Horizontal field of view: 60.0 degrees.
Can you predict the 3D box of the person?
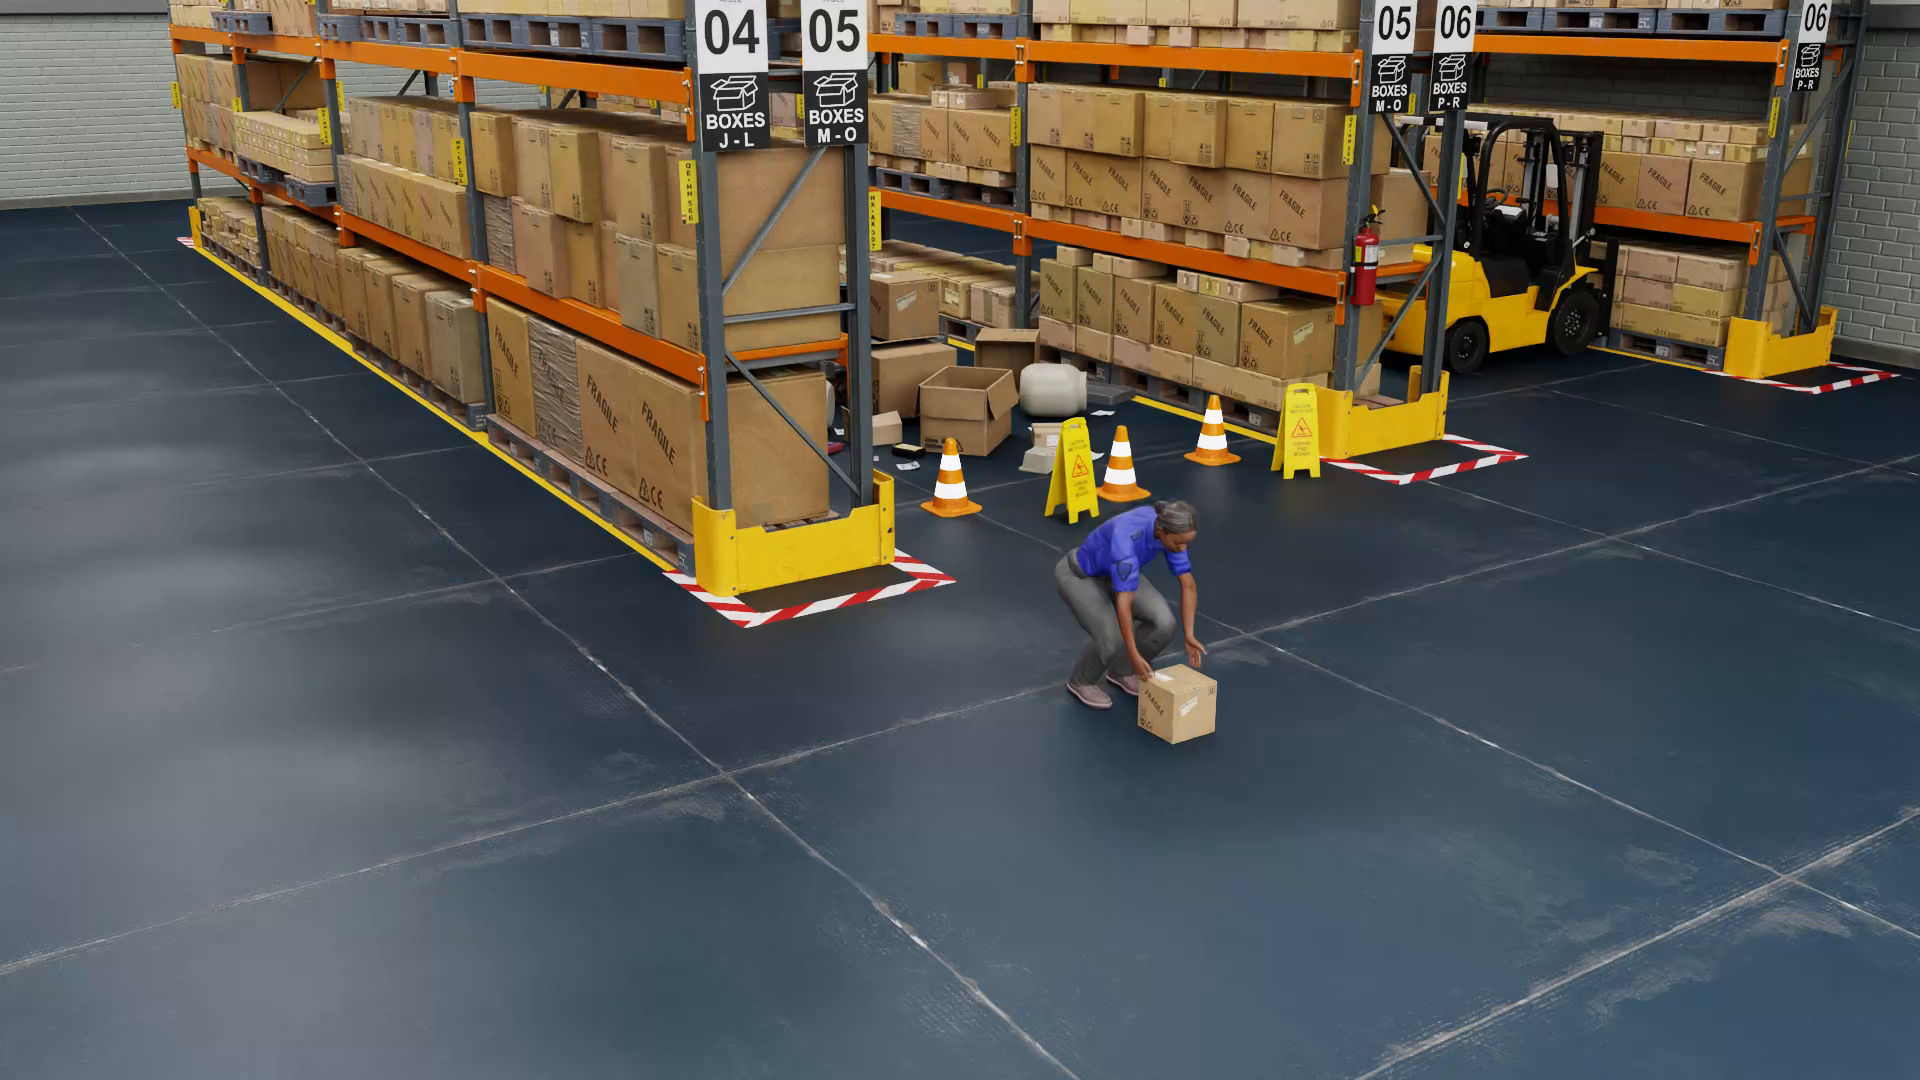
[{"bbox_3d":[0.792,0.259,7.758,0.494,1.052,0.763,-12,22,-32],"label":"person"}]
